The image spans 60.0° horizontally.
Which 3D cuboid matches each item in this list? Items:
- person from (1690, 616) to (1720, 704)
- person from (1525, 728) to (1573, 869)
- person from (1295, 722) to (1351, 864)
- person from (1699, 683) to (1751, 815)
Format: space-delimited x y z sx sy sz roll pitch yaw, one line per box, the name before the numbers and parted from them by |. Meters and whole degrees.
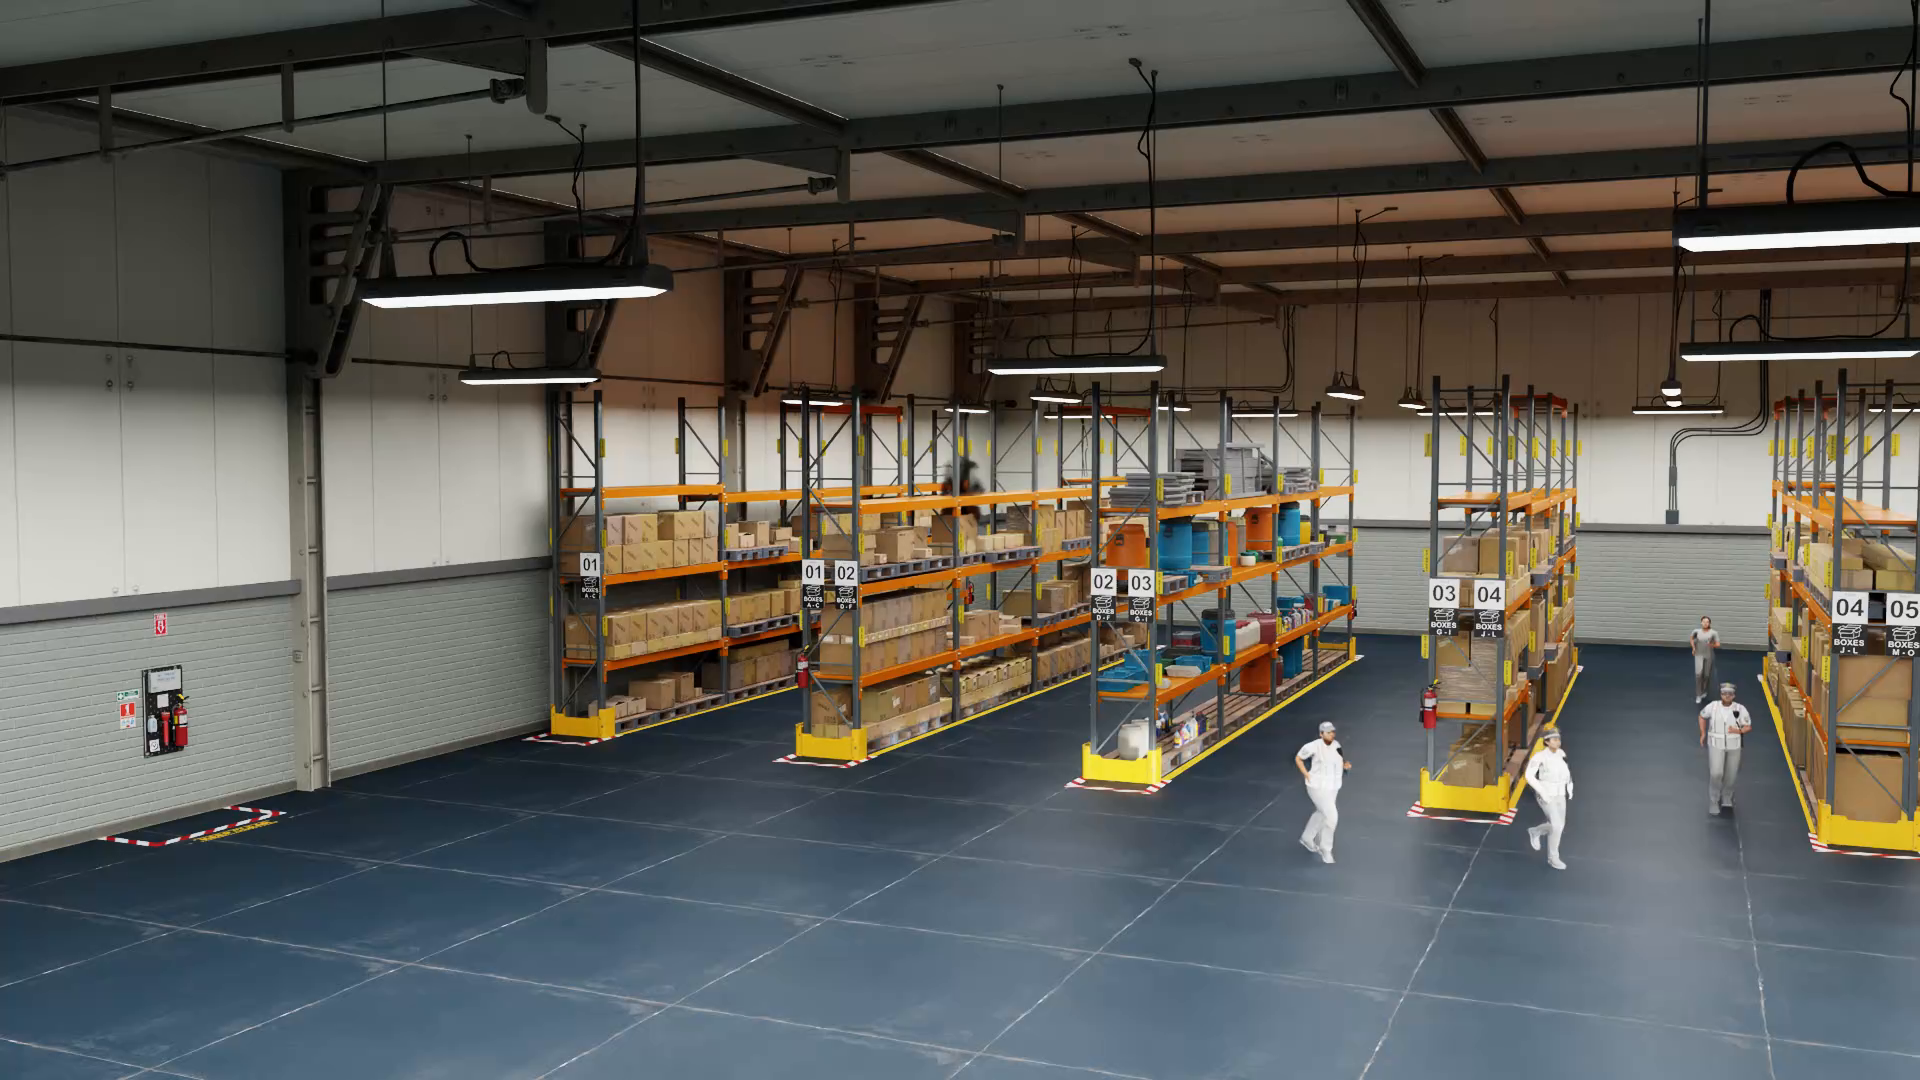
person | 14.694 2.356 32.815 0.550 1.728 0.783 1 3 23
person | 7.085 3.072 20.074 0.642 1.668 0.681 -1 3 -24
person | 4.457 3.070 20.312 0.573 1.737 0.733 -2 4 -35
person | 10.502 2.867 22.831 0.635 1.840 0.749 1 3 19
